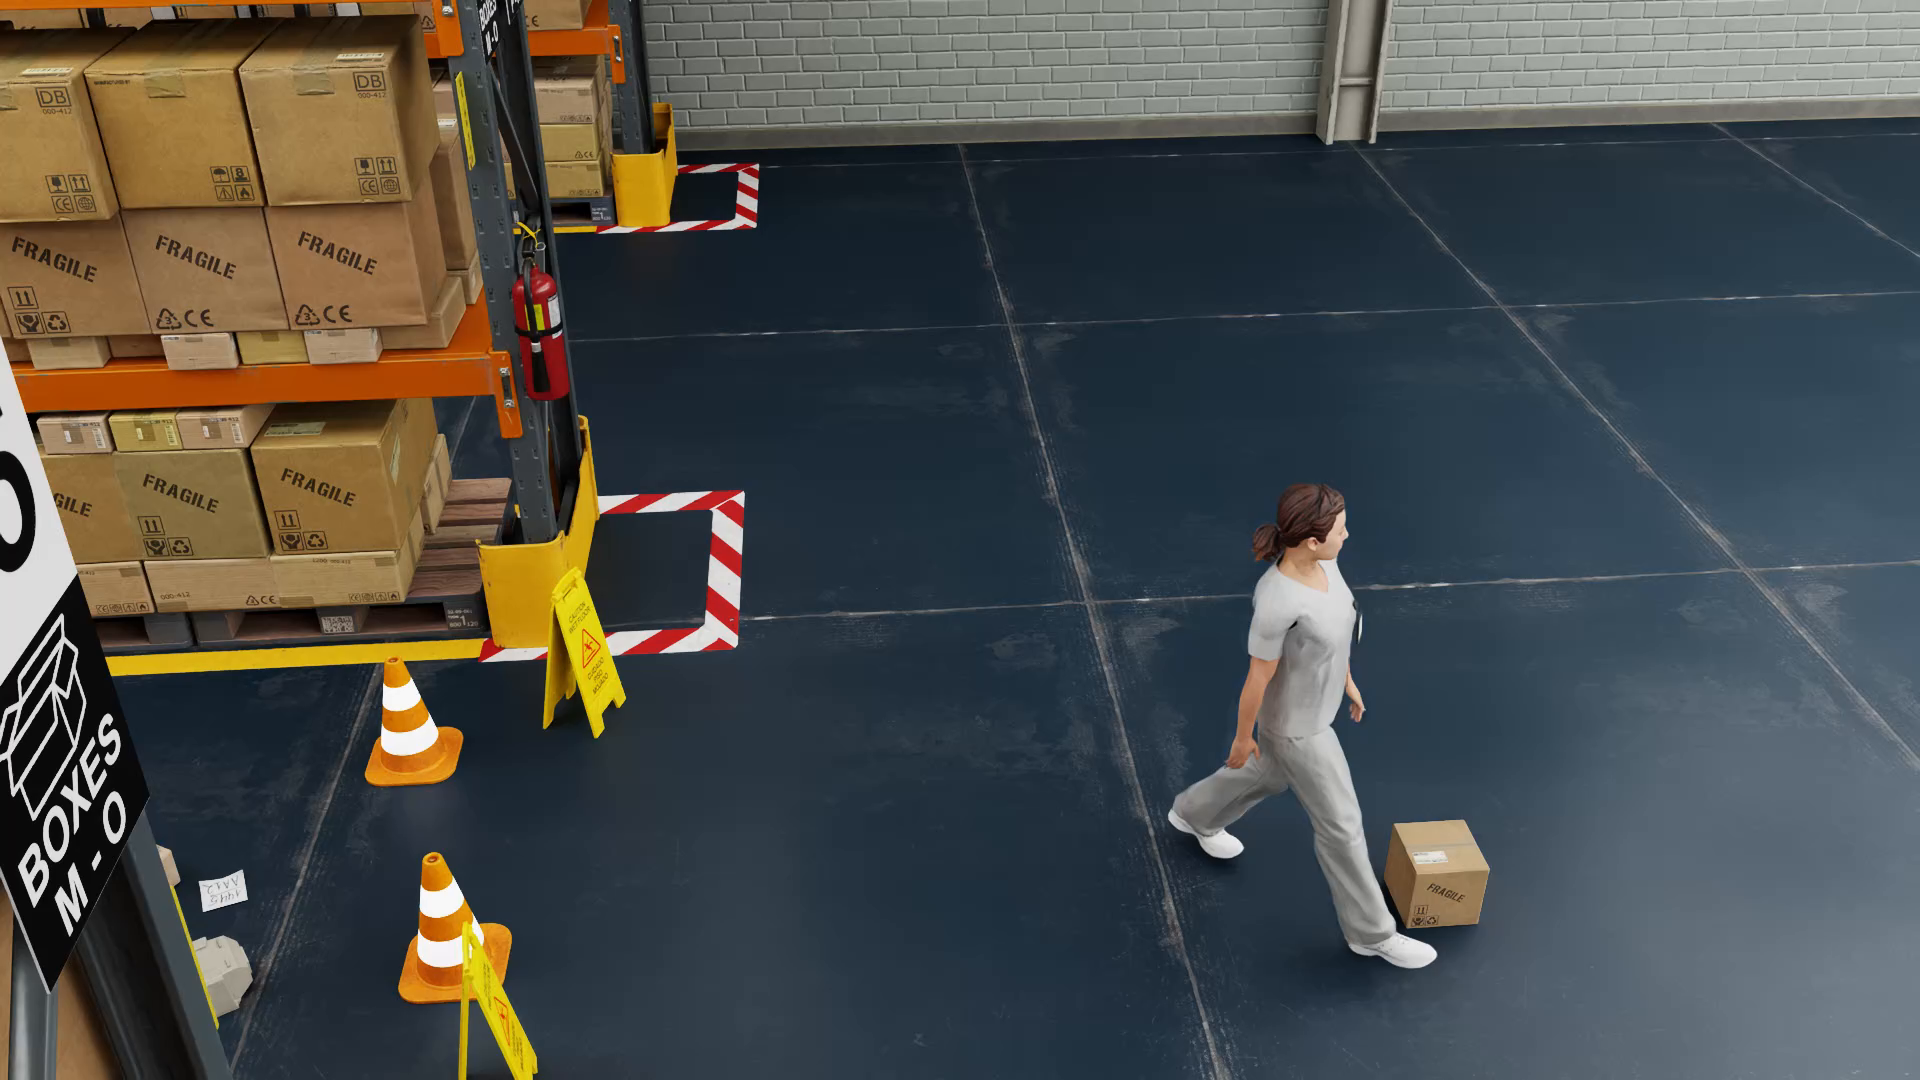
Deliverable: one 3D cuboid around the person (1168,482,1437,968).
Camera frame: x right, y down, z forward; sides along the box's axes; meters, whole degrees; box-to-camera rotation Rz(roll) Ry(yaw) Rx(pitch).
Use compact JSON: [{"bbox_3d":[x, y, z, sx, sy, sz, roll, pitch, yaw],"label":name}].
[{"bbox_3d":[1.139,0.542,5.277,1.032,1.613,0.462,16,35,24],"label":"person"}]
